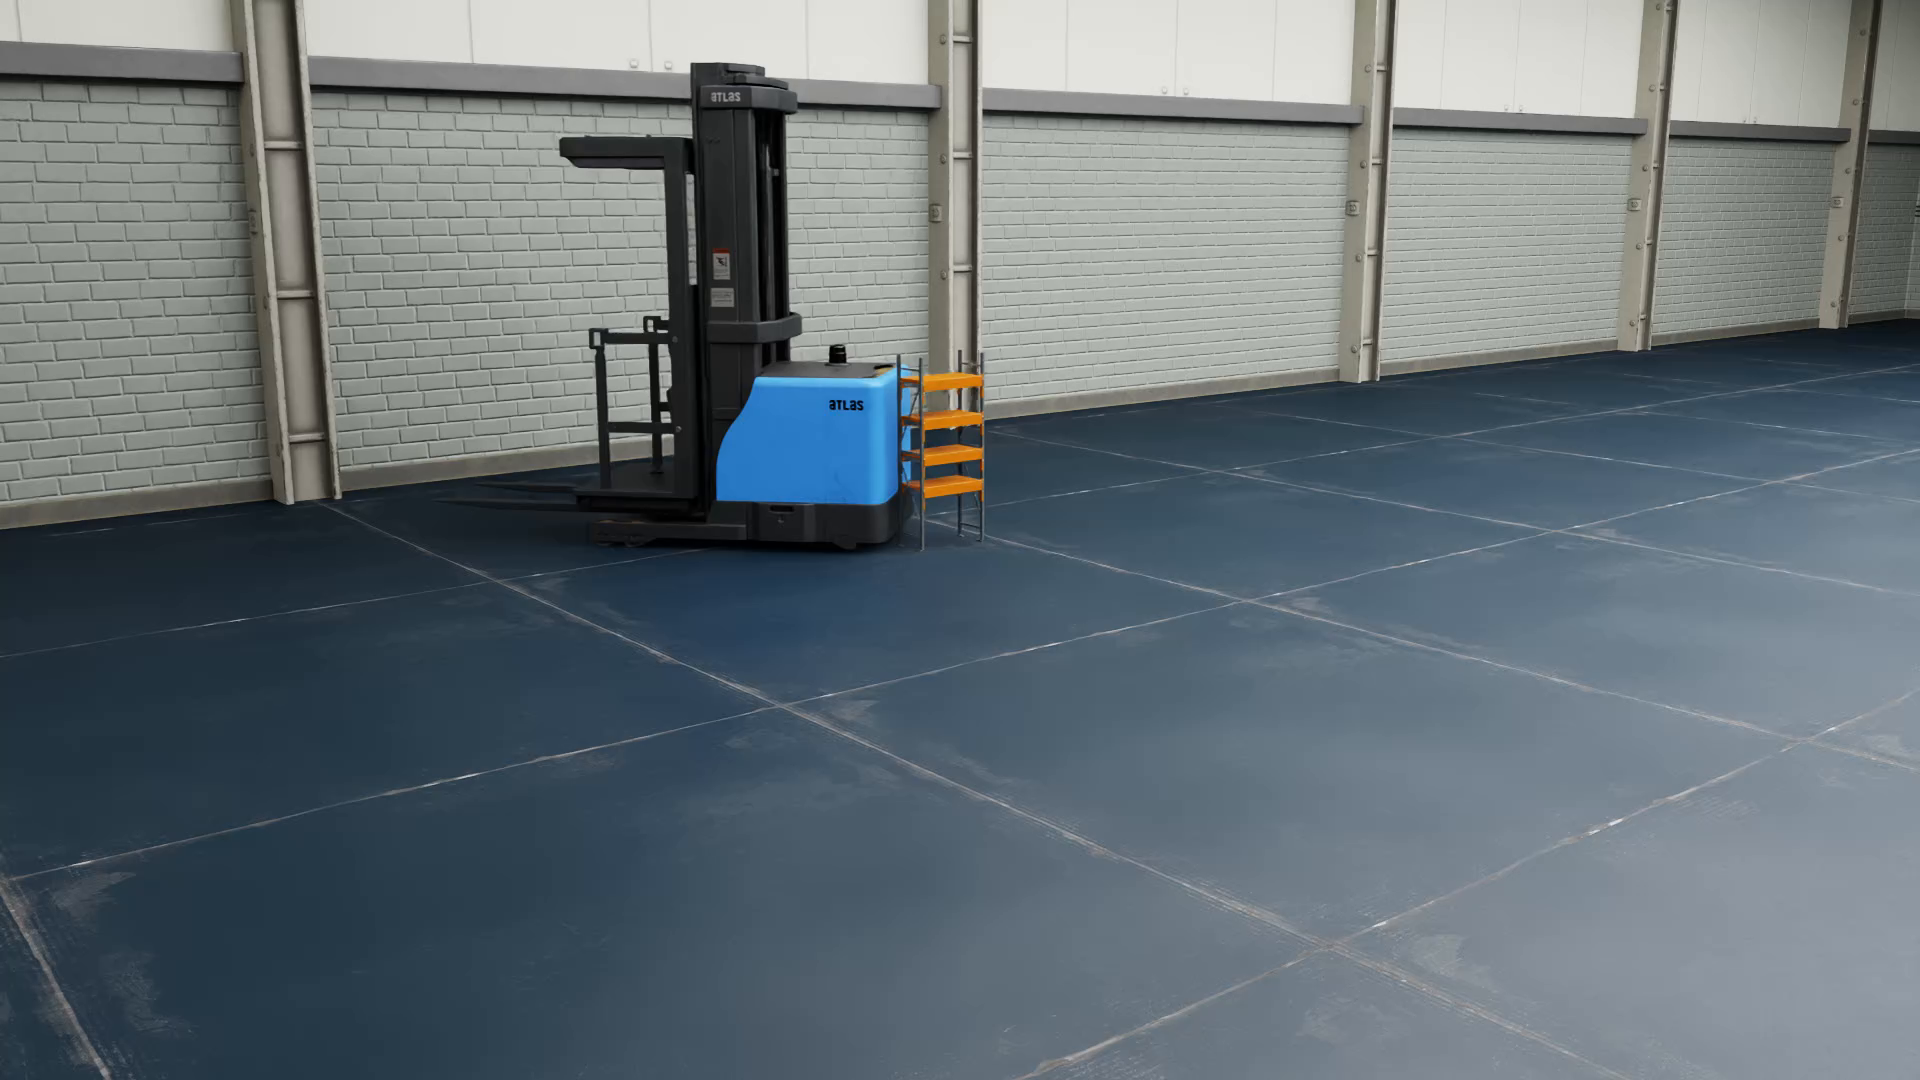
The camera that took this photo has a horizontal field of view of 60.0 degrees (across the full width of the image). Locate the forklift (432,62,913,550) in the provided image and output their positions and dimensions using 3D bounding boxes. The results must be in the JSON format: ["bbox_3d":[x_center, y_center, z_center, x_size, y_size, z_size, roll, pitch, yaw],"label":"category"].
[{"bbox_3d":[-1.875,-1.493,10.606,3.031,2.935,1.130,2,12,9],"label":"forklift"}]

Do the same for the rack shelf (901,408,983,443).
[{"bbox_3d":[-0.118,-0.718,10.371,0.480,0.148,0.258,-10,15,-39],"label":"rack shelf"}]

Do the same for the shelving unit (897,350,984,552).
[{"bbox_3d":[-0.118,-0.565,10.403,0.503,1.200,0.258,-10,15,-39],"label":"shelving unit"}]

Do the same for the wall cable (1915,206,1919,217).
[{"bbox_3d":[17.139,-6.467,26.895,0.112,2.526,3.097,-9,15,-38],"label":"wall cable"}]

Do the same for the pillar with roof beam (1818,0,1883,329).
[{"bbox_3d":[16.702,-7.120,22.494,0.400,9.000,9.100,-9,15,-38],"label":"pillar with roof beam"}]

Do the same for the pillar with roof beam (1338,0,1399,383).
[{"bbox_3d":[7.332,-5.563,15.161,0.400,9.000,9.100,-9,15,-38],"label":"pillar with roof beam"}]

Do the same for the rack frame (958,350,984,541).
[{"bbox_3d":[0.070,-0.598,10.556,0.015,1.200,0.240,-10,15,-39],"label":"rack frame"}]

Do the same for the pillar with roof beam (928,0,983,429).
[{"bbox_3d":[2.647,-4.784,11.495,0.400,9.000,9.100,-9,15,-38],"label":"pillar with roof beam"}]

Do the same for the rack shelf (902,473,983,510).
[{"bbox_3d":[-0.118,-0.305,10.458,0.480,0.148,0.258,-10,15,-39],"label":"rack shelf"}]

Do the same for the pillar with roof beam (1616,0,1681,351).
[{"bbox_3d":[12.017,-6.341,18.828,0.400,9.000,9.100,-9,15,-38],"label":"pillar with roof beam"}]

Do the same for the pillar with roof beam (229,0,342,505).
[{"bbox_3d":[-2.039,-4.006,7.828,0.400,9.000,9.100,-9,15,-38],"label":"pillar with roof beam"}]

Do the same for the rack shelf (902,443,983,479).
[{"bbox_3d":[-0.118,-0.500,10.417,0.480,0.148,0.258,-10,15,-39],"label":"rack shelf"}]

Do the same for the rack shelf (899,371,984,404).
[{"bbox_3d":[-0.118,-0.950,10.321,0.480,0.148,0.258,-10,15,-39],"label":"rack shelf"}]

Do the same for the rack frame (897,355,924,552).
[{"bbox_3d":[-0.305,-0.533,10.250,0.015,1.200,0.240,-10,15,-39],"label":"rack frame"}]
